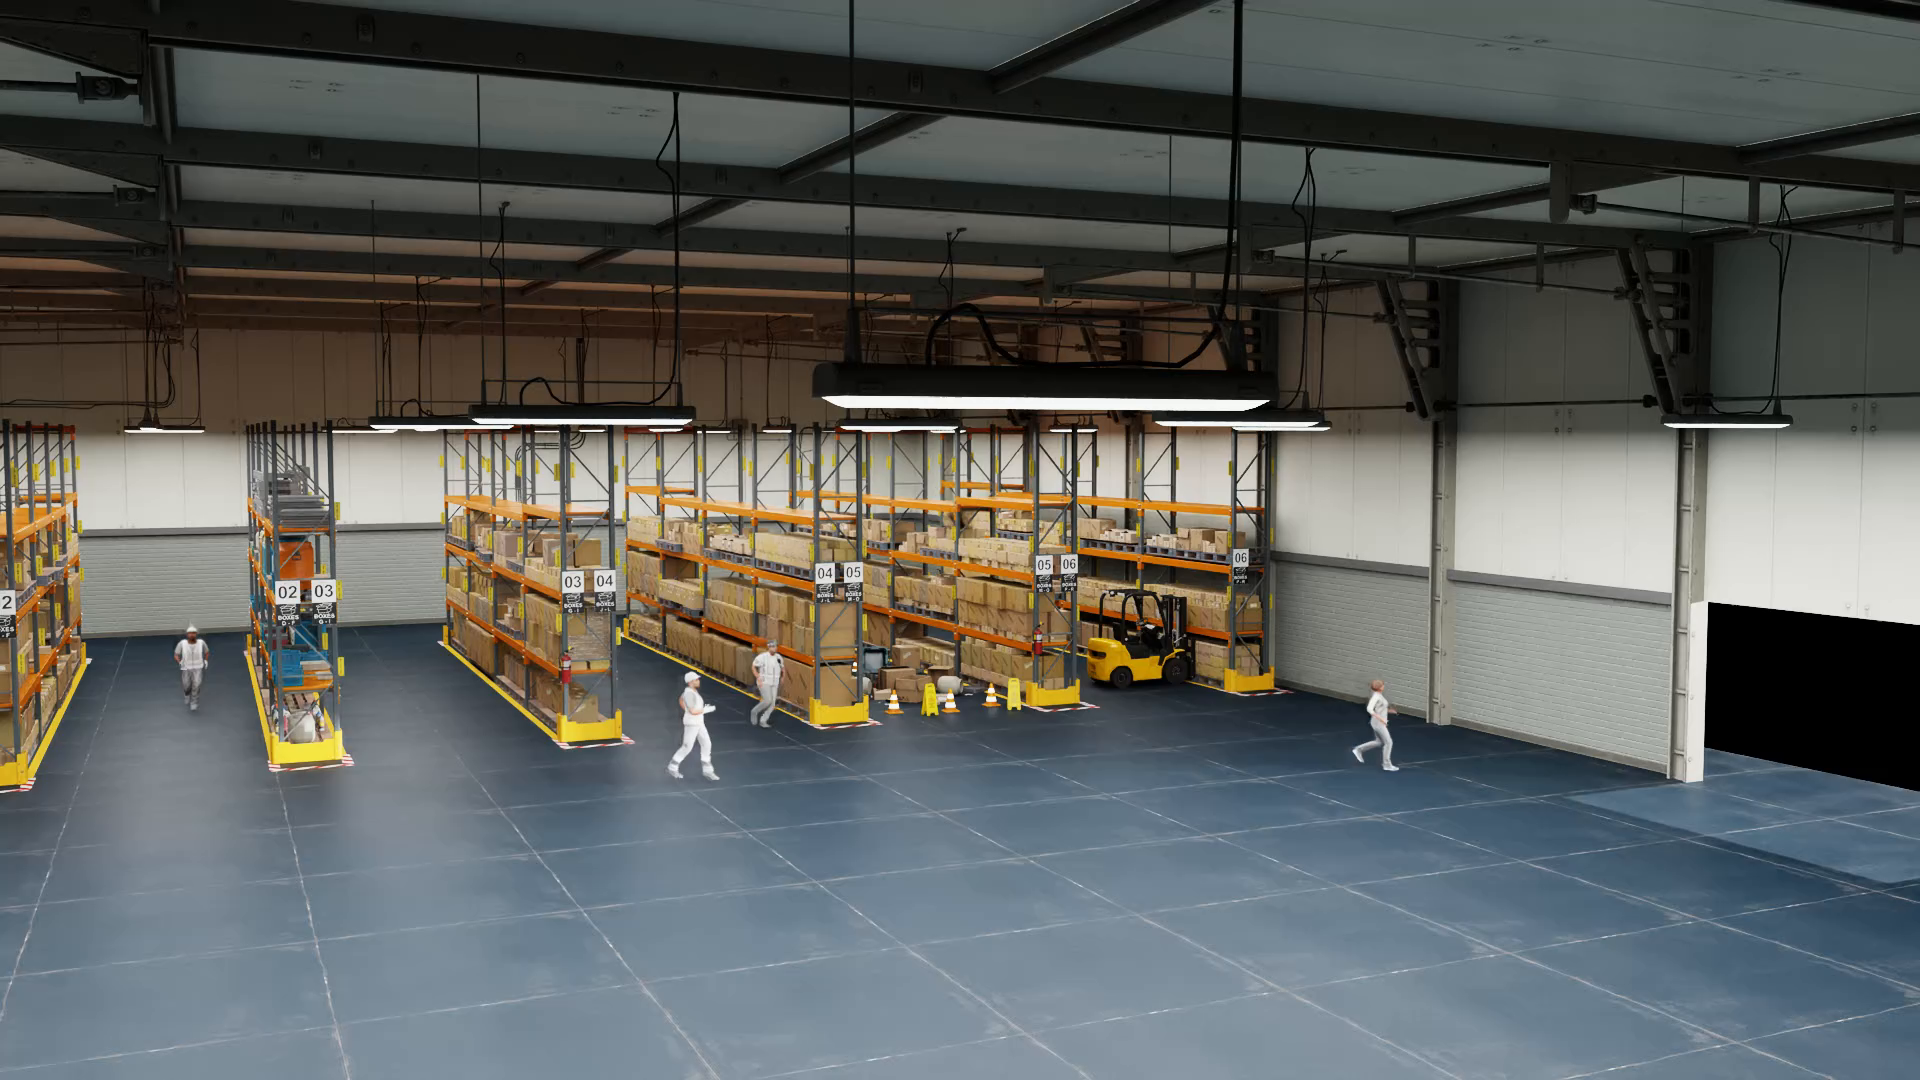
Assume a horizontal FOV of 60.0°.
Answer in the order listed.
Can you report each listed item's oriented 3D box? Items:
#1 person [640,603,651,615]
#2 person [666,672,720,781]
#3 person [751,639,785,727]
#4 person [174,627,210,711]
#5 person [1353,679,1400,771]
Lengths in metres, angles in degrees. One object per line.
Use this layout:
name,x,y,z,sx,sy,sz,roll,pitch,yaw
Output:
person,-9.273,1.821,49.023,0.553,1.647,0.658,-2,4,-30
person,-4.429,3.090,27.491,0.871,1.831,0.638,0,4,4
person,-3.737,2.814,32.788,0.692,1.722,0.558,-3,5,-39
person,-16.034,2.679,34.749,0.674,1.735,0.624,-2,4,-28
person,7.125,3.159,28.438,0.792,1.560,0.548,1,4,16
